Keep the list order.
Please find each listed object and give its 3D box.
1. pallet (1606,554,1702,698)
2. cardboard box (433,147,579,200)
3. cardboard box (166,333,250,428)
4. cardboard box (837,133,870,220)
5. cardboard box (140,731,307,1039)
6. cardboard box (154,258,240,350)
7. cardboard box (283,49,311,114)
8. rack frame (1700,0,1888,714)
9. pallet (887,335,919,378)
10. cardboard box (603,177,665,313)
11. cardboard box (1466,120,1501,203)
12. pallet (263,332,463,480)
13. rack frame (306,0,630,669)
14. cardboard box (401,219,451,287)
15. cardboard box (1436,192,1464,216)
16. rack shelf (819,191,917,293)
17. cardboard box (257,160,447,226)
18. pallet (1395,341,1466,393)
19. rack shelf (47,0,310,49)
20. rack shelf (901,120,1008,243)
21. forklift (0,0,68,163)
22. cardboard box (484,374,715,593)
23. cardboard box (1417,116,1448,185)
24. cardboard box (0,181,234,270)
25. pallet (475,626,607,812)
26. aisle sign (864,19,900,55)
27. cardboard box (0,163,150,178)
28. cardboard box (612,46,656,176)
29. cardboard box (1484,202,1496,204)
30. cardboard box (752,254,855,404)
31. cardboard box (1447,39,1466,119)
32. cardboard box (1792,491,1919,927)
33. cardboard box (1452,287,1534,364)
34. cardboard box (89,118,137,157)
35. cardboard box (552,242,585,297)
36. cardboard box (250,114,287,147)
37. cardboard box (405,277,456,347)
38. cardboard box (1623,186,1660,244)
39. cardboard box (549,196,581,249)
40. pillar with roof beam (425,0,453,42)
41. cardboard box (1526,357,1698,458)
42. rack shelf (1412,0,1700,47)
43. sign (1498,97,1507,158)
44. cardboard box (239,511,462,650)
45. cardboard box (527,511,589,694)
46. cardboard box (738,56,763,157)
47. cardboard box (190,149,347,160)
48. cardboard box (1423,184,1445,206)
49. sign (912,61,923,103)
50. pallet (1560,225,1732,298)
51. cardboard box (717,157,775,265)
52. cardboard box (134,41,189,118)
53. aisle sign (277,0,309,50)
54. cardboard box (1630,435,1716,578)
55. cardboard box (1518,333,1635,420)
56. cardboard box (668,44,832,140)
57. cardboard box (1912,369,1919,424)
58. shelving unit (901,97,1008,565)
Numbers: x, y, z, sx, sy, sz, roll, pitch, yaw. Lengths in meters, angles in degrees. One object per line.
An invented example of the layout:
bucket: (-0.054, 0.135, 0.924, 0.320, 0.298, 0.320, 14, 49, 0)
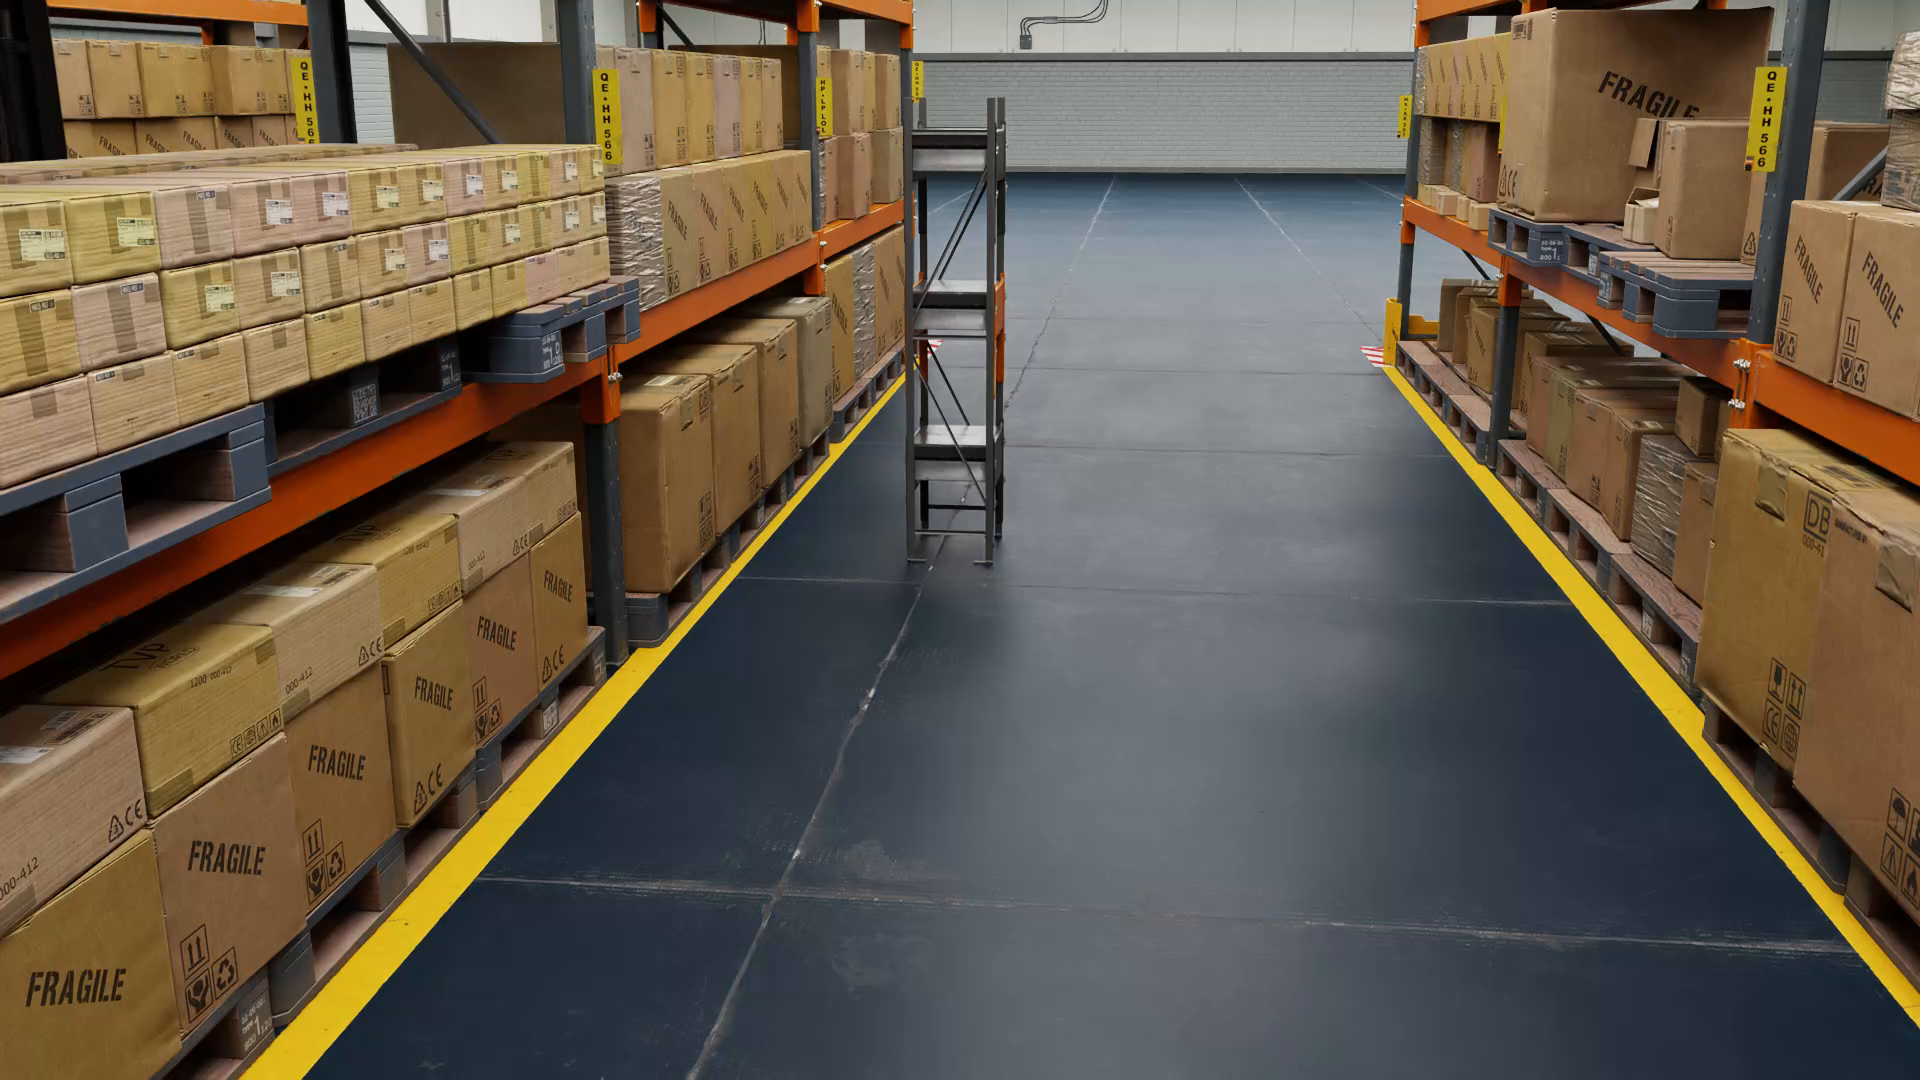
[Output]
pallet: (3.219, 0.329, 6.541, 1.003, 0.211, 1.213, 2, 15, 6)
cardboard box: (-1.418, -1.150, 5.204, 0.380, 0.149, 0.250, 2, 15, 6)
cardboard box: (-1.651, -0.321, 3.280, 0.380, 0.149, 0.250, 2, 15, 7)
cardboard box: (-1.089, -2.473, 11.272, 0.875, 0.550, 0.550, 2, 15, 6)
cardboard box: (-1.834, 0.734, 3.687, 0.500, 0.500, 0.500, 2, 15, 9)
cardboard box: (-1.653, -0.465, 3.241, 0.380, 0.149, 0.250, 1, 15, 4)
cardboard box: (-5.655, -3.717, 13.484, 0.700, 0.500, 0.500, 1, 15, 5)
rack frame: (3.129, -0.814, 5.428, 1.000, 3.000, 0.127, 2, 15, 6)
pallet: (-0.897, -1.506, 13.327, 1.003, 0.211, 1.213, 2, 15, 6)
cardboard box: (-1.469, -1.144, 6.453, 0.500, 0.500, 0.500, 2, 15, 7)
cardboard box: (3.741, -2.420, 10.604, 0.875, 0.500, 0.500, 2, 15, 6)
pallet: (-1.970, -0.380, 4.187, 1.003, 0.211, 1.213, 2, 15, 6)
rack frame: (-1.788, -0.987, 6.065, 1.000, 3.000, 0.127, 2, 15, 6)
cardboard box: (-1.534, -0.736, 4.243, 0.380, 0.149, 0.250, 2, 15, 8)
cardboard box: (3.497, -2.315, 11.458, 0.380, 0.149, 0.250, 2, 15, 6)
rack shelf: (-1.111, -2.196, 11.914, 1.077, 0.370, 4.000, 2, 15, 6)
cardboard box: (-1.536, -0.879, 4.205, 0.380, 0.149, 0.250, 2, 15, 9)
pallet: (3.897, -1.314, 12.617, 1.003, 0.211, 1.213, 2, 15, 6)
rack shelf: (-6.040, -3.763, 11.964, 1.077, 0.370, 4.000, 2, 15, 6)
rack shelf: (-0.019, -1.633, 7.550, 0.431, 0.518, 0.480, 2, 15, 6)
forklift: (-4.461, -1.236, 7.120, 3.031, 2.935, 1.130, 14, 21, 42)
cardboard box: (-1.630, -0.259, 6.878, 1.050, 0.750, 0.750, 1, 15, 5)
cardboard box: (3.943, -2.939, 12.524, 0.875, 0.500, 0.500, 2, 15, 6)
cardboard box: (-1.650, -0.610, 3.209, 0.380, 0.149, 0.250, 1, 15, 6)
pallet: (-1.877, 0.562, 5.679, 1.003, 0.211, 1.213, 2, 15, 6)
aisle sign: (-0.579, -4.326, 13.434, 0.394, 0.787, 0.004, 2, 15, 6)
cardboard box: (-2.211, -0.836, 4.043, 0.380, 0.149, 0.250, 1, 15, 5)
cardboard box: (-1.671, -1.765, 6.836, 0.700, 0.500, 0.500, 1, 15, 5)
cardboard box: (3.515, -2.052, 10.485, 0.380, 0.149, 0.250, 2, 15, 6)
cardboard box: (-1.196, -1.362, 10.720, 0.875, 0.875, 0.875, 2, 15, 7)
cardboard box: (3.530, -3.040, 10.982, 0.500, 0.500, 0.500, 2, 15, 6)
cardboard box: (2.923, 0.418, 4.136, 1.225, 0.875, 0.875, 2, 15, 6)
cardboard box: (3.911, -1.568, 12.198, 0.500, 0.500, 0.500, 6, 16, 21)
cardboard box: (-5.906, -2.572, 11.167, 0.500, 0.500, 0.500, 2, 15, 6)
cardboard box: (-1.416, -0.862, 5.282, 0.380, 0.149, 0.250, 2, 15, 6)
cardboard box: (-5.663, -3.094, 13.098, 0.500, 0.500, 0.500, 2, 15, 6)
cardboard box: (-1.536, -0.594, 4.290, 0.380, 0.149, 0.250, 2, 15, 8)
cardboard box: (3.049, -1.393, 7.019, 0.396, 0.266, 0.258, 1, 15, 5)
cardboard box: (-1.419, -1.001, 5.224, 0.380, 0.149, 0.250, 2, 15, 8)
pillar with roof beam: (-5.413, -10.610, 30.161, 9.100, 9.000, 0.400, 2, 15, 6)
cardboard box: (3.490, -0.699, 8.946, 0.700, 0.500, 0.500, 1, 15, 2)
rack shelf: (3.806, -3.471, 10.885, 1.077, 0.370, 4.000, 2, 15, 6)
sign: (3.041, -2.284, 9.203, 0.100, 0.325, 0.005, 2, 15, 6)
cardboard box: (-1.723, 0.103, 4.582, 0.500, 0.250, 0.500, 2, 15, 8)
cardboard box: (-1.602, 0.196, 5.676, 0.500, 0.500, 0.500, 2, 15, 6)
cardboard box: (-1.442, -2.293, 8.787, 0.700, 0.500, 0.500, 1, 15, 5)
cardboard box: (-2.092, -1.108, 5.050, 0.380, 0.149, 0.250, 2, 15, 6)
cardboard box: (3.673, -2.572, 12.410, 0.380, 0.149, 0.250, 2, 15, 6)
sign: (-0.347, -3.715, 13.484, 0.100, 0.325, 0.005, 2, 15, 6)
pallet: (3.312, -1.236, 7.356, 1.003, 0.211, 1.213, 2, 15, 6)
cardboard box: (-1.244, -1.667, 8.389, 0.500, 0.500, 0.500, 2, 15, 7)
cardboard box: (-5.838, -3.187, 11.526, 0.700, 0.500, 0.500, 1, 15, 5)
aisle sign: (-5.520, -4.444, 13.869, 0.394, 0.787, 0.004, 2, 15, 6)
cardboard box: (3.235, -0.139, 6.875, 0.700, 0.500, 0.500, 0, 15, 2)
cardboard box: (3.666, -0.951, 9.915, 0.500, 0.500, 0.500, 1, 15, 5)
cardboard box: (-1.260, -2.713, 10.091, 0.875, 0.550, 0.550, 2, 15, 6)
cardboard box: (2.694, -0.478, 3.991, 0.500, 0.500, 0.500, 1, 15, 5)
shelving unit: (-0.019, -0.971, 7.729, 0.431, 2.100, 0.503, 2, 15, 6)
